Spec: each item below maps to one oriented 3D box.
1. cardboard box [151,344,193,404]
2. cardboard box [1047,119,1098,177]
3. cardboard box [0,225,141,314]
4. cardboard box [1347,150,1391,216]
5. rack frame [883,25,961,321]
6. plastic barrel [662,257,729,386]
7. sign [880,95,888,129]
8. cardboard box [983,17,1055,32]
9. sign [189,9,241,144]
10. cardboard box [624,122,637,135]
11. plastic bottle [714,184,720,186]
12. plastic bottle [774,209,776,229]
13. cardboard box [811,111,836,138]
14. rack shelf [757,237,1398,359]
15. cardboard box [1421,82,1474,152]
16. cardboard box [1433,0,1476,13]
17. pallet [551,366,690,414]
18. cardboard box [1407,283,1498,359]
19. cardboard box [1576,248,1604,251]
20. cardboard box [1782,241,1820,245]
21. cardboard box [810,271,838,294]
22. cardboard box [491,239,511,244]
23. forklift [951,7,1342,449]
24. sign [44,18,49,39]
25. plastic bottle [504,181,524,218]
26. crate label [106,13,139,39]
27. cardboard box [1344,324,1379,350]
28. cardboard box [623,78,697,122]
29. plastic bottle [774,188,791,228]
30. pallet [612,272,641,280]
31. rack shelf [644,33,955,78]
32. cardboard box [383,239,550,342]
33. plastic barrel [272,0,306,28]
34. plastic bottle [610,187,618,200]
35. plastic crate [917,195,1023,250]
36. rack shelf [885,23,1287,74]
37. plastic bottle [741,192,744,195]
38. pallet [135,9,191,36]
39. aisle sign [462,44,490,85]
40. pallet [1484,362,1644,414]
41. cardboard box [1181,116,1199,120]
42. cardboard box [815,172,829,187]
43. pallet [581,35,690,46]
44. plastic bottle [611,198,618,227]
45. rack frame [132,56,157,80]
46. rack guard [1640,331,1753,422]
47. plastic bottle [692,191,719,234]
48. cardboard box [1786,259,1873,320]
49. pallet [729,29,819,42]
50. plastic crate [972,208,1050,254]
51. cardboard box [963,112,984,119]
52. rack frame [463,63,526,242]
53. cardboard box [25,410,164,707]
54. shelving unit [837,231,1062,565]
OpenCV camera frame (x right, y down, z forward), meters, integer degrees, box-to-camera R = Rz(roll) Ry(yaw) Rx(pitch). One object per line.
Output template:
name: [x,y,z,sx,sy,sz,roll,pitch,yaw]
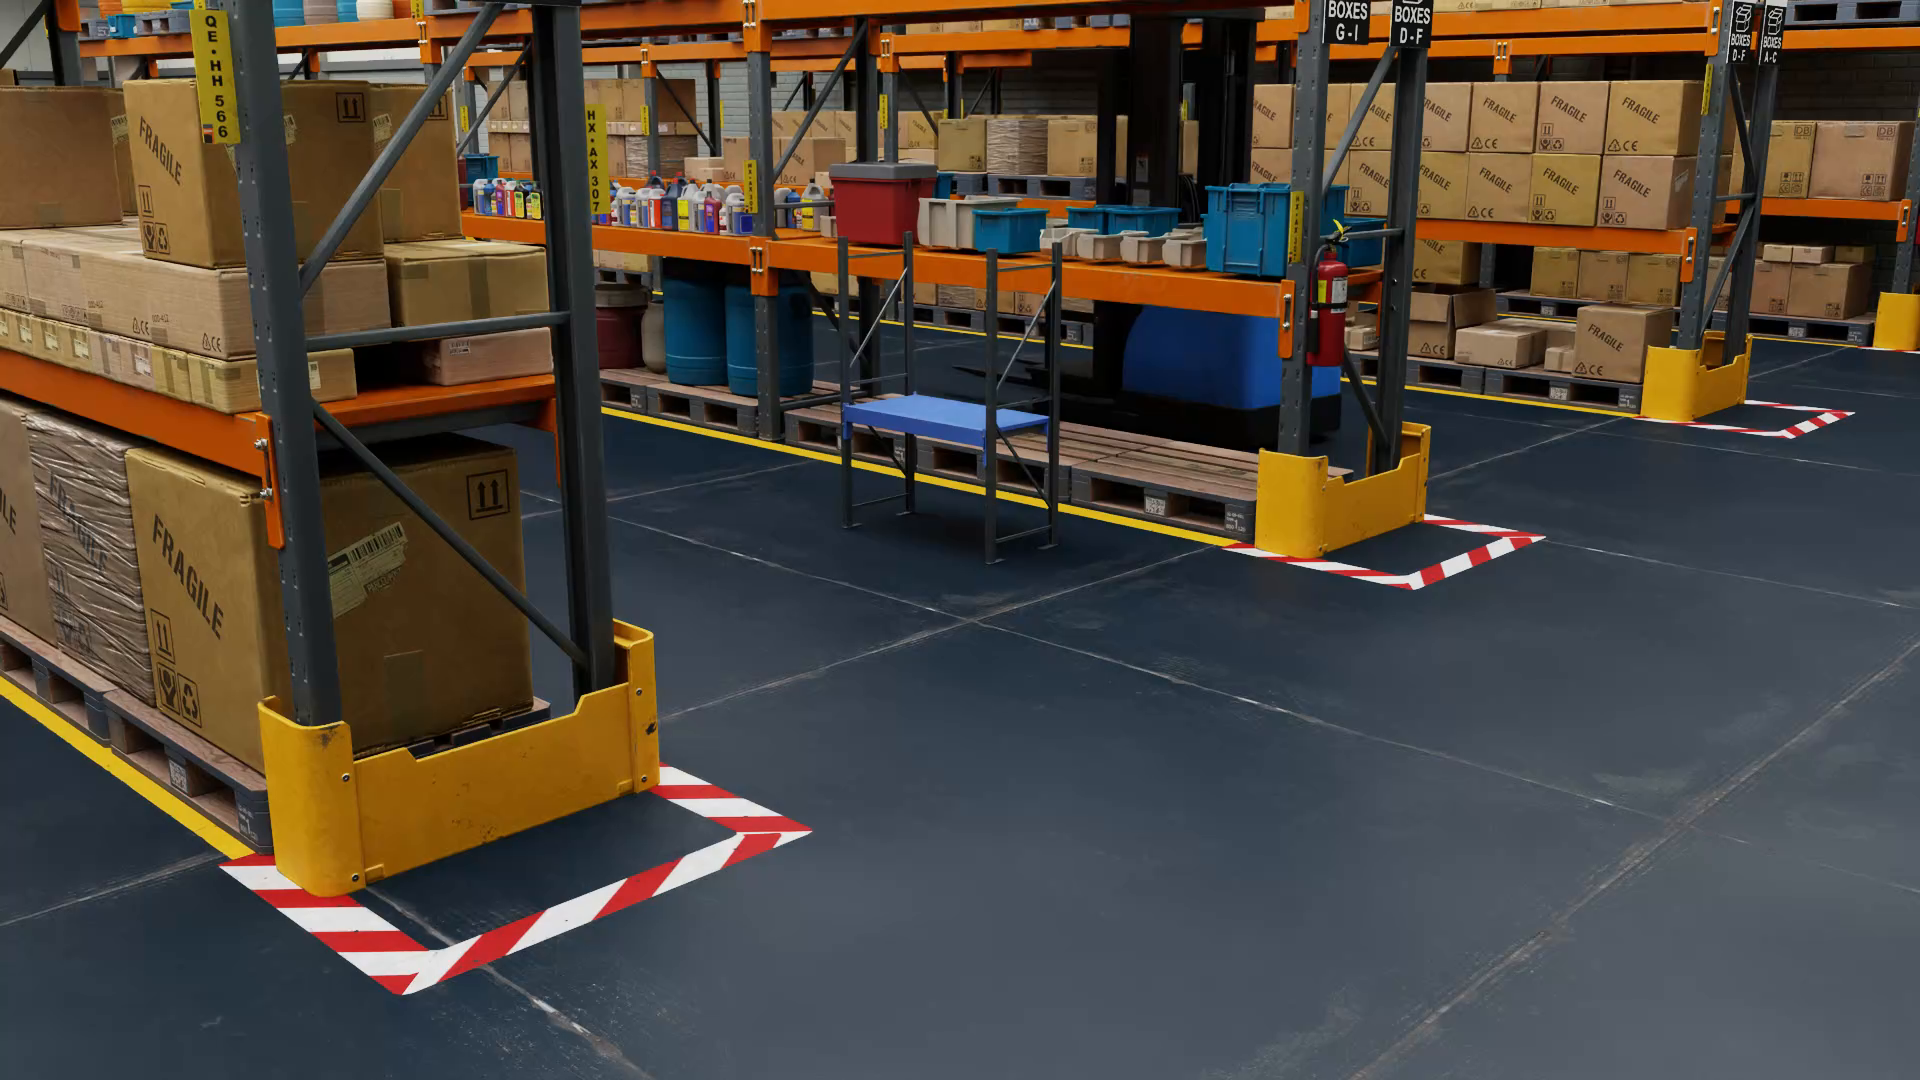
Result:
cardboard box: [-2.167,-0.517,4.967,0.250,0.149,0.380,14,20,43]
cardboard box: [1.190,-3.638,15.415,0.500,0.500,0.700,8,17,28]
cardboard box: [-3.136,-0.968,5.904,0.500,0.250,0.500,14,20,42]
cardboard box: [3.412,-2.821,13.113,0.500,0.500,0.500,14,20,42]
rack frame: [-0.374,-3.789,17.024,0.127,3.000,1.000,14,20,42]
plastic barrel: [-1.825,-1.600,11.954,0.708,0.901,0.600,14,20,42]
sign: [-0.757,-4.248,16.489,0.005,0.325,0.100,14,20,42]
cardboard box: [0.705,-5.038,15.672,0.500,0.500,0.910,14,20,42]
sign: [-1.881,-1.170,4.208,0.005,0.325,0.100,14,20,42]
cardboard box: [-3.775,-4.903,19.817,0.250,0.149,0.380,13,20,41]
plastic bottle: [-1.838,-2.483,12.259,0.135,0.276,0.152,14,20,42]
plastic bottle: [-1.341,-2.282,11.637,0.097,0.201,0.097,0,15,0]
cardboard box: [-1.846,-6.071,24.552,0.500,0.500,0.500,13,19,40]
rack shelf: [0.504,-1.492,9.637,4.000,0.370,1.077,14,20,42]
cardboard box: [3.763,-3.217,12.648,0.500,0.500,0.500,-14,20,-42]
cardboard box: [3.762,-4.075,12.470,0.500,0.250,0.500,14,20,42]
pallet: [-2.345,-1.197,12.608,1.213,0.211,1.003,14,20,42]
cardboard box: [3.861,-1.766,13.338,0.637,0.503,0.797,14,20,42]
cardboard box: [6.528,-3.053,17.040,0.380,0.149,0.250,-14,20,-42]
cardboard box: [8.111,-2.803,16.080,0.250,0.149,0.380,14,20,42]
cardboard box: [-1.296,-2.799,17.845,0.500,0.250,0.500,13,20,42]
cardboard box: [-5.902,-3.927,22.176,0.500,0.250,0.500,14,20,42]
forklift: [1.168,-2.289,11.403,1.130,2.935,3.031,-12,19,-39]
sign: [-9.959,-5.647,18.190,0.005,0.325,0.100,14,20,42]
plastic bottle: [-3.395,-2.615,12.765,0.135,0.276,0.152,14,20,42]
crate label: [-8.456,-5.282,17.102,0.408,0.251,0.502,14,20,42]
cardboard box: [3.287,-1.668,13.632,0.250,0.166,0.380,14,20,42]
cardboard box: [-3.578,-5.242,19.828,0.500,0.500,0.700,14,20,42]
plastic bottle: [-1.268,-2.344,11.727,0.135,0.276,0.152,14,20,42]
pallet: [-4.680,-3.500,21.445,1.213,0.211,1.003,14,20,42]
rack shelf: [-1.814,-5.242,18.080,4.000,0.370,1.077,14,20,42]
cardboard box: [-1.652,-0.796,5.244,0.500,0.250,0.500,13,19,41]
plastic barrel: [-6.178,-5.235,15.631,0.708,0.901,0.600,14,20,42]
plastic bottle: [-2.490,-2.404,11.966,0.097,0.271,0.097,0,15,0]
plastic crate: [0.036,-1.861,9.743,0.530,0.282,0.437,14,20,42]
rack shelf: [1.065,-4.542,15.393,4.000,0.370,1.077,14,20,42]
plastic bottle: [-1.543,-2.431,12.044,0.133,0.283,0.061,14,20,42]
pallet: [-7.282,-5.059,16.325,1.003,0.211,1.213,14,20,42]
aisle sign: [-6.393,-6.403,21.900,0.004,0.787,0.394,14,20,42]
pallet: [4.755,-1.192,12.588,1.213,0.211,1.003,14,20,42]
cardboard box: [2.716,-5.030,20.718,0.500,0.500,0.700,11,18,36]
cardboard box: [-1.331,-3.880,17.873,0.380,0.149,0.250,-13,19,-40]
pallet: [-3.886,-6.042,19.899,1.213,0.211,1.003,14,20,42]
plastic bottle: [-2.436,-2.336,11.843,0.097,0.201,0.097,0,15,0]
rack frame: [-9.574,-4.290,18.949,0.127,3.000,1.000,14,20,42]
rack guard: [5.330,-1.192,12.017,0.348,0.500,1.175,14,20,42]
plastic bottle: [-1.707,-2.205,11.190,0.135,0.276,0.152,14,20,42]
cardboard box: [8.247,-2.386,15.767,0.500,0.500,0.700,14,20,42]
pallet: [-1.732,-5.447,17.812,1.003,0.211,1.213,-13,20,-42]
plastic crate: [0.287,-1.751,9.417,0.300,0.233,0.416,14,20,42]
cardboard box: [-0.012,-5.809,23.547,0.500,0.500,0.500,13,19,41]
rack frame: [-6.133,-5.189,22.397,0.127,3.000,1.000,14,20,42]
cardboard box: [-2.665,-0.023,5.952,0.875,0.875,0.875,14,20,42]
shelving unit: [-0.061,-0.741,8.300,1.048,1.500,0.538,14,20,42]
